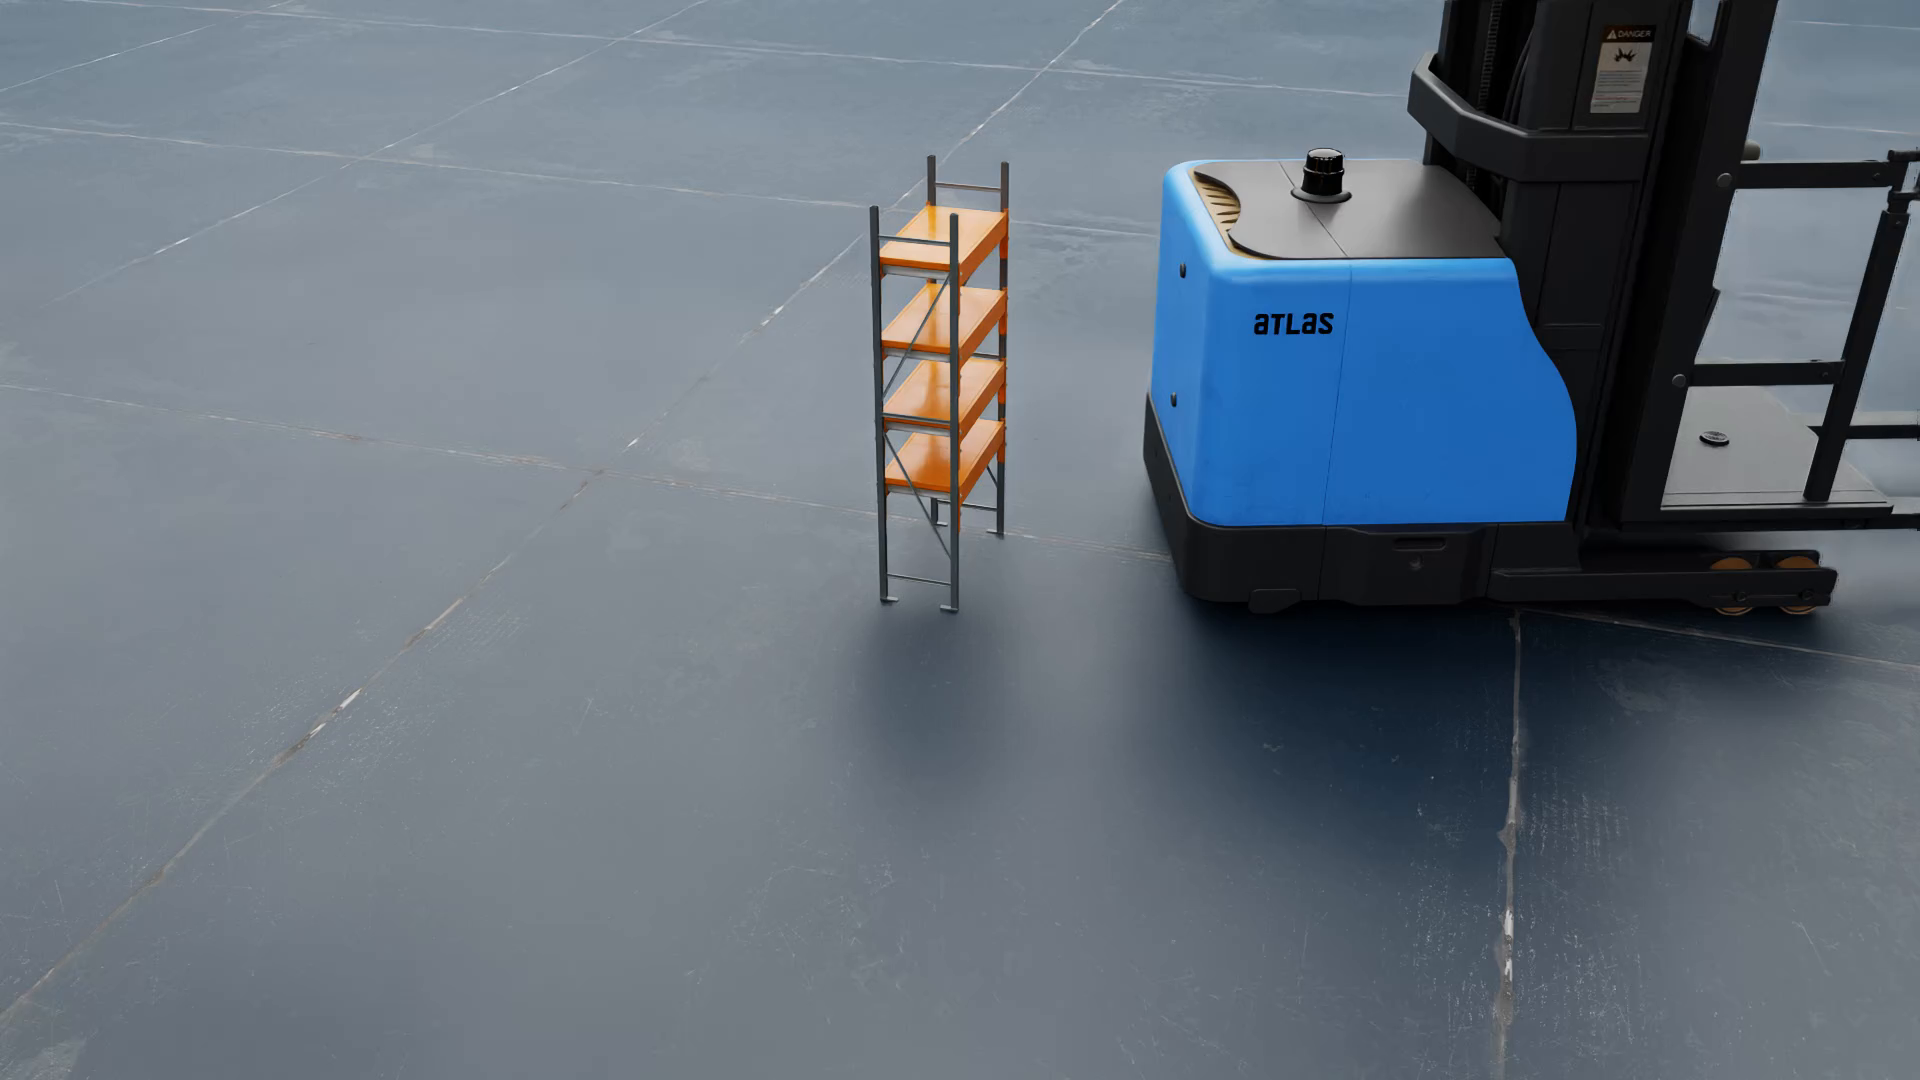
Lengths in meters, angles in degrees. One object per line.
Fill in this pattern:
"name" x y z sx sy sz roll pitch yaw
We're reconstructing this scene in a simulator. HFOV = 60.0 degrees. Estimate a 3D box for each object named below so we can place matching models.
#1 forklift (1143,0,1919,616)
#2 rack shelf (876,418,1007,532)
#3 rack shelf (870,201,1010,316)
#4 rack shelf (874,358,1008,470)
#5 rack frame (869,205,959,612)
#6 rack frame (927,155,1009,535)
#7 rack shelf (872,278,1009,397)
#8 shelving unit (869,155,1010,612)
"forklift" 2.146 -1.318 4.604 3.031 2.935 1.130 -1 29 -2
"rack shelf" -0.049 -0.215 4.949 0.258 0.148 0.480 8 30 15
"rack shelf" -0.049 -0.791 4.629 0.258 0.148 0.480 8 30 15
"rack shelf" -0.049 -0.389 4.853 0.258 0.148 0.480 8 30 15
"rack frame" -0.120 -0.334 4.616 0.240 1.200 0.015 8 30 15
"rack frame" 0.023 -0.561 5.024 0.240 1.200 0.015 8 30 15
"rack shelf" -0.049 -0.584 4.744 0.258 0.148 0.480 8 30 15
"shelving unit" -0.049 -0.447 4.820 0.258 1.200 0.503 8 30 15
